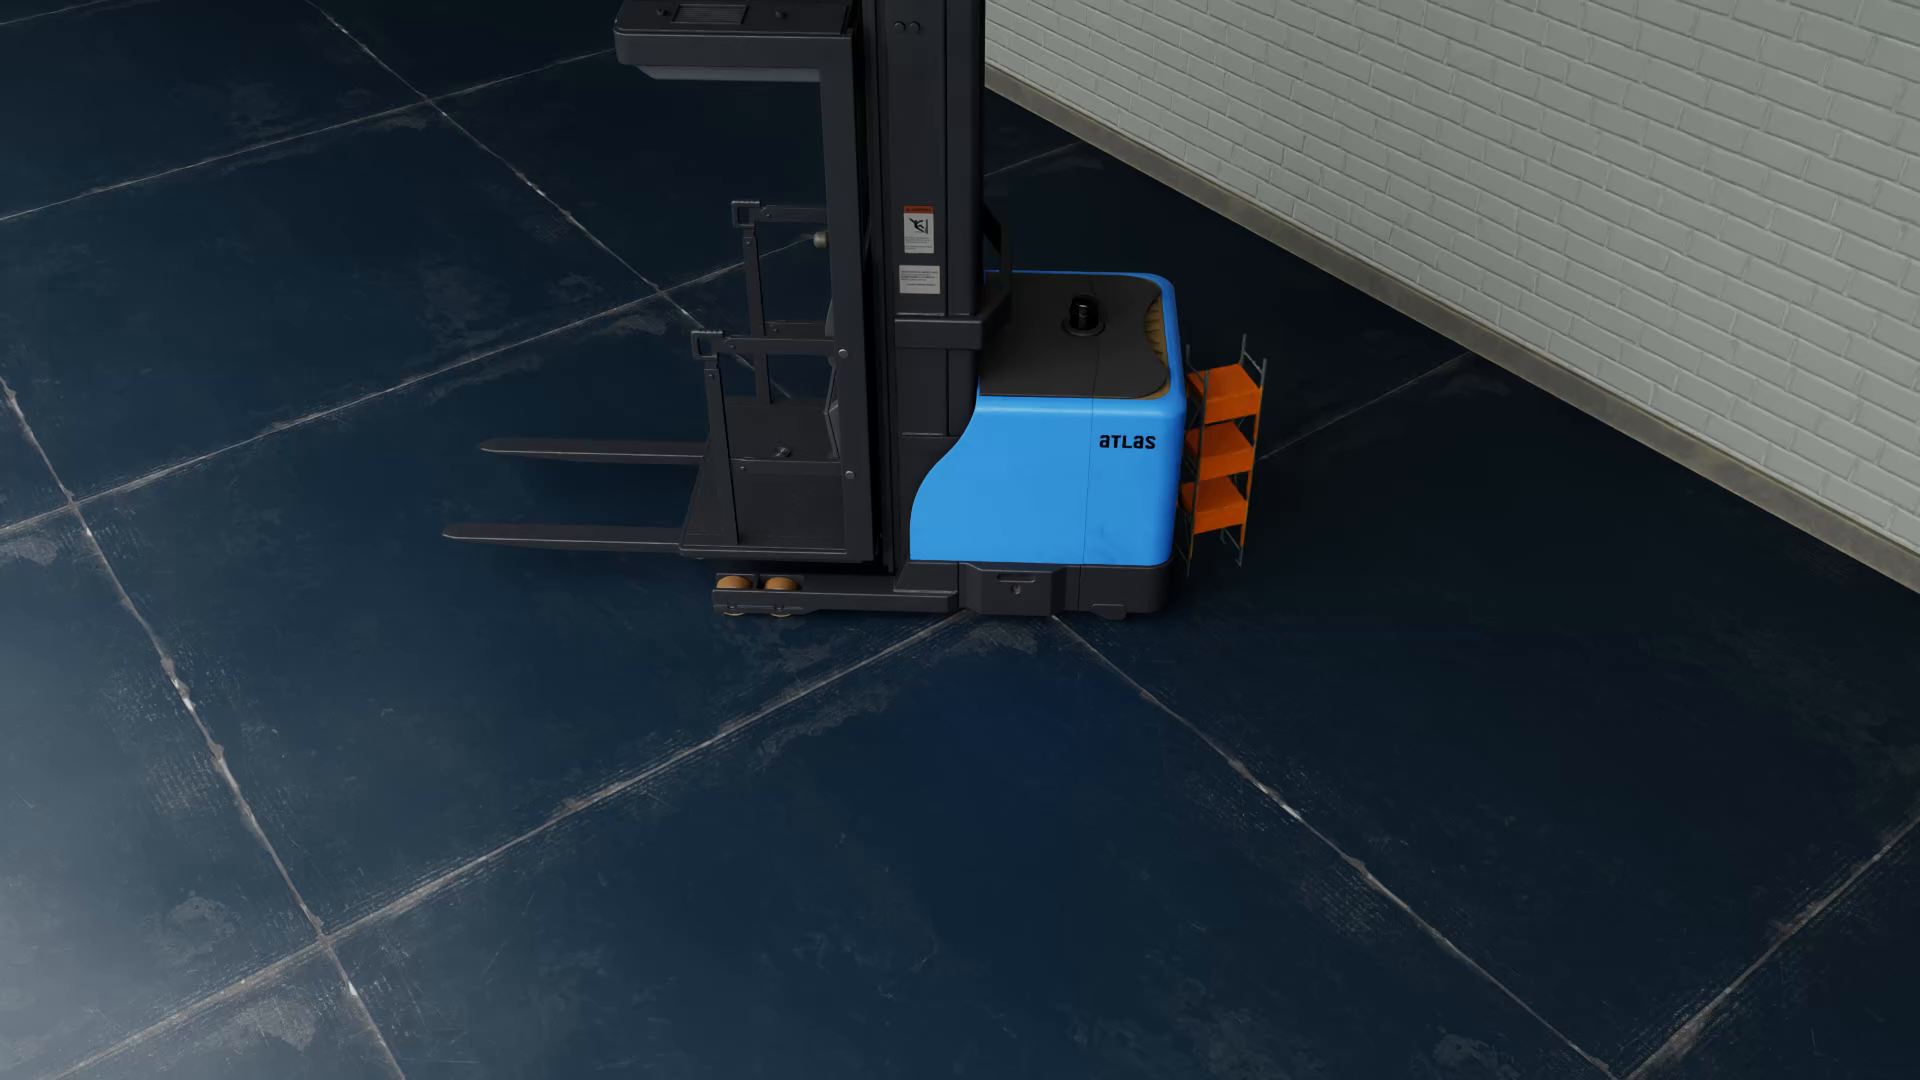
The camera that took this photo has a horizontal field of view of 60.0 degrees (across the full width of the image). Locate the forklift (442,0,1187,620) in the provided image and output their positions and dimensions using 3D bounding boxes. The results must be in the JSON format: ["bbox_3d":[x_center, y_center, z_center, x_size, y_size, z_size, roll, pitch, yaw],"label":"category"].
[{"bbox_3d":[-0.630,-1.150,6.341,3.031,2.935,1.130,2,39,2],"label":"forklift"}]

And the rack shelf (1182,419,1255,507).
[{"bbox_3d":[1.046,-0.320,6.826,0.240,0.259,0.215,-12,41,-13],"label":"rack shelf"}]

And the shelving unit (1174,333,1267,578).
[{"bbox_3d":[1.046,-0.329,6.820,0.252,1.050,0.215,-12,41,-13],"label":"shelving unit"}]

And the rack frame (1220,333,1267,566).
[{"bbox_3d":[1.162,-0.354,6.848,0.008,1.050,0.200,-12,41,-13],"label":"rack frame"}]

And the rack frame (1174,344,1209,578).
[{"bbox_3d":[0.930,-0.304,6.792,0.008,1.050,0.200,-12,41,-13],"label":"rack frame"}]

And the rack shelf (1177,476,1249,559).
[{"bbox_3d":[1.049,-0.107,7.004,0.240,0.259,0.215,-12,41,-13],"label":"rack shelf"}]

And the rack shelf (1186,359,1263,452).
[{"bbox_3d":[1.042,-0.539,6.645,0.240,0.259,0.215,-12,41,-13],"label":"rack shelf"}]
